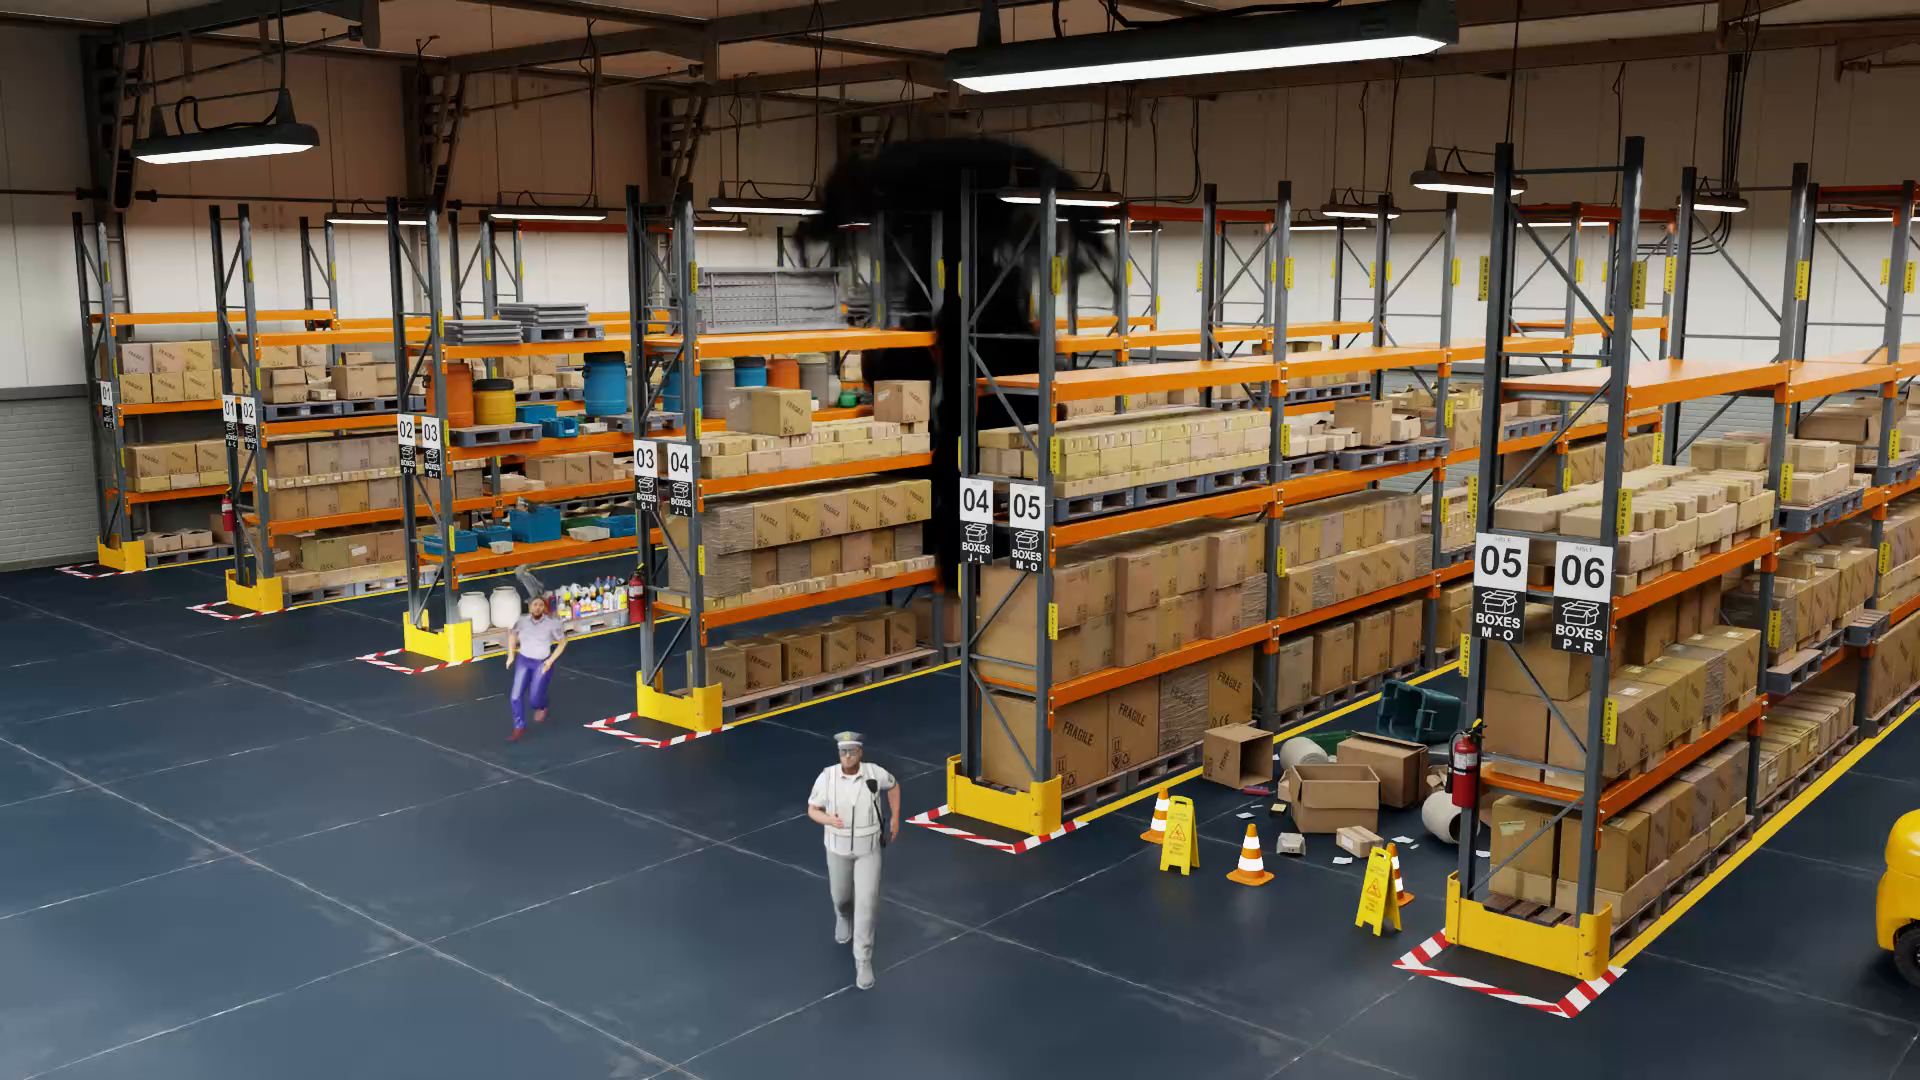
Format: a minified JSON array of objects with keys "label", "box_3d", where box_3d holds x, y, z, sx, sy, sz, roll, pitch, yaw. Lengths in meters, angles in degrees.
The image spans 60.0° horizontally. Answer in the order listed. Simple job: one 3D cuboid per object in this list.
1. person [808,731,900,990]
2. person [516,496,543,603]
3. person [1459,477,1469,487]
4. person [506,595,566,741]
[{"label":"person","box_3d":[-0.782,2.265,12.253,0.671,1.768,1.036,0,9,0]},{"label":"person","box_3d":[-6.650,0.155,25.301,0.589,1.653,0.528,7,12,38]},{"label":"person","box_3d":[8.216,-0.140,27.076,0.721,1.773,0.689,-9,13,-42]},{"label":"person","box_3d":[-4.655,1.385,18.313,0.644,1.589,0.579,1,10,7]}]
